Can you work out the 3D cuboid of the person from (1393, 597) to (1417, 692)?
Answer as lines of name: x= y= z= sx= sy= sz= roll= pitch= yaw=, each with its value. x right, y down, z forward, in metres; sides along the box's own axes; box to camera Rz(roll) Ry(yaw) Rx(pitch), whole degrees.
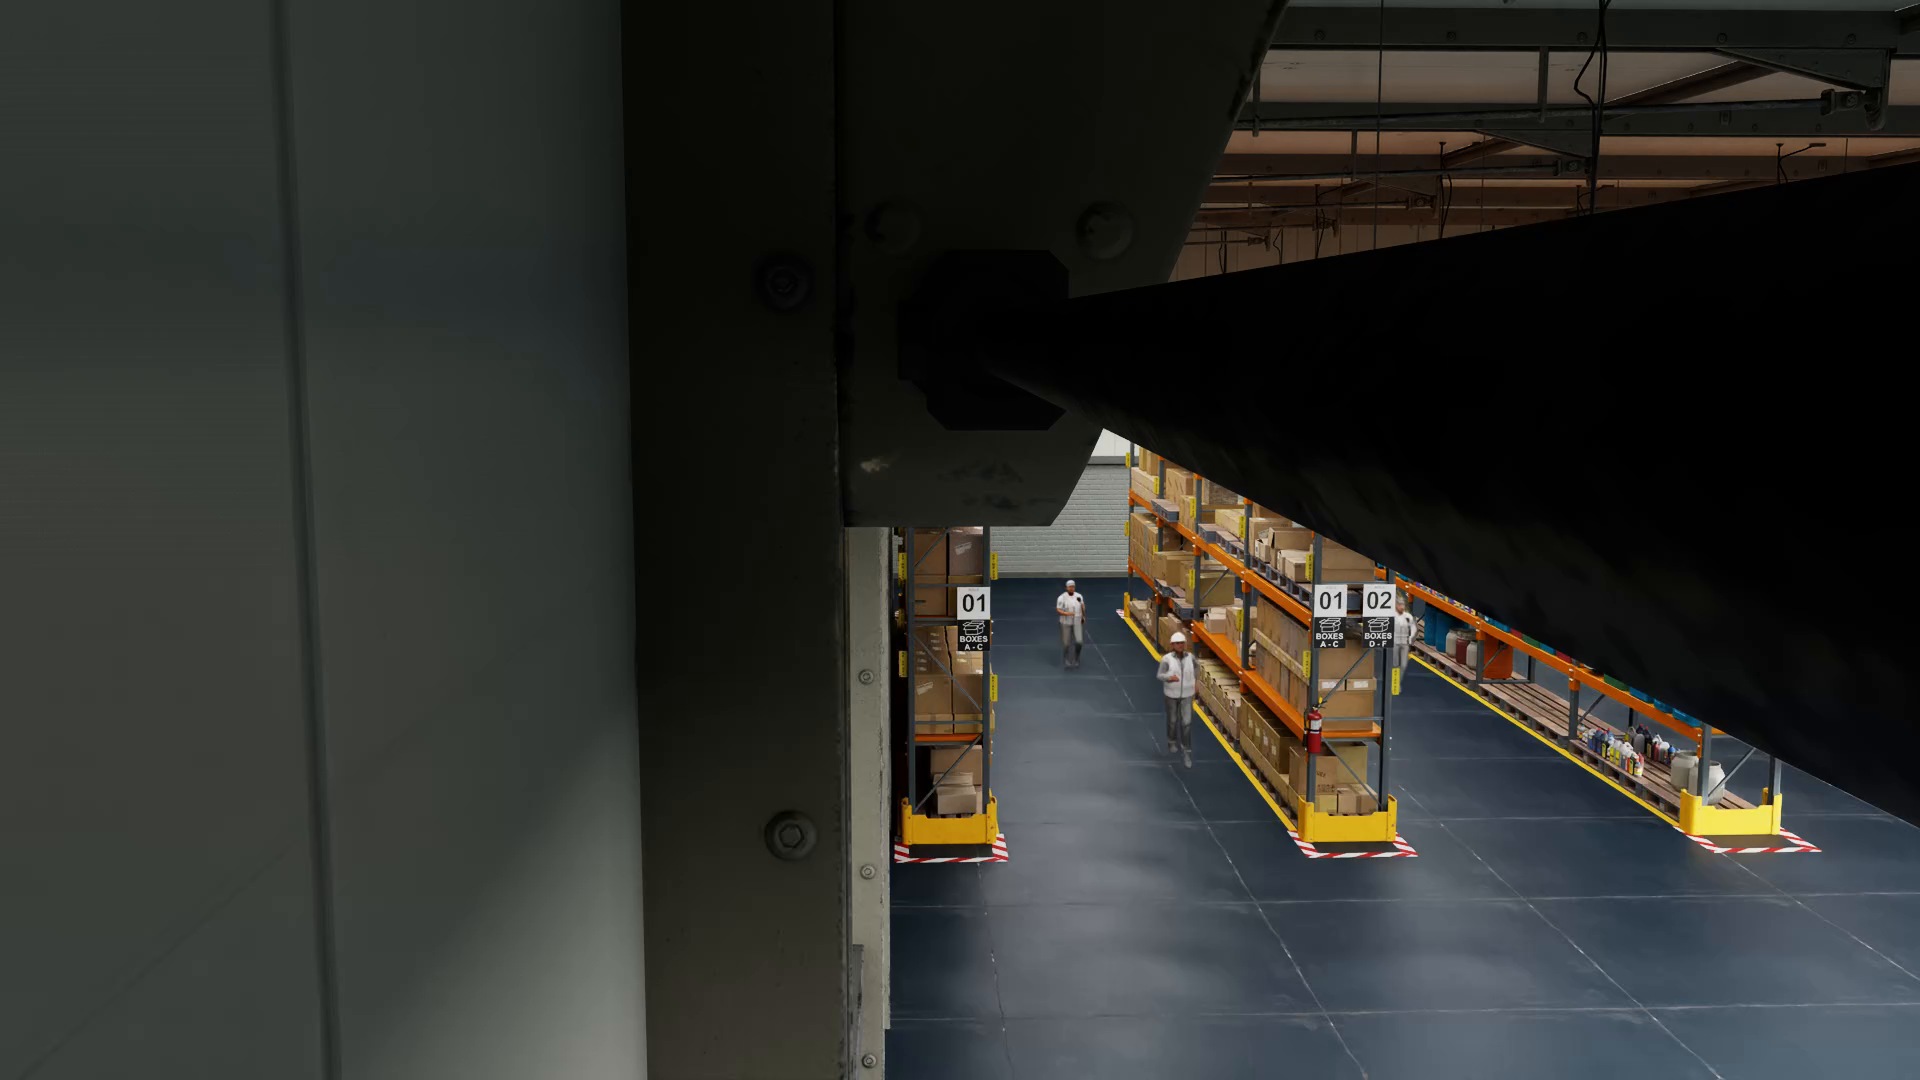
person: x=7.679 y=1.808 z=29.084 sx=0.624 sy=1.654 sz=0.551 roll=0 pitch=7 yaw=3

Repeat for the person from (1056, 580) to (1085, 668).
person: x=2.072 y=1.563 z=30.860 sx=0.579 sy=1.648 sz=0.643 roll=-1 pitch=7 yaw=-7

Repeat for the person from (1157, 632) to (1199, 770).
person: x=3.063 y=2.224 z=23.277 sx=0.638 sy=1.889 sz=0.758 roll=0 pitch=7 yaw=-1
